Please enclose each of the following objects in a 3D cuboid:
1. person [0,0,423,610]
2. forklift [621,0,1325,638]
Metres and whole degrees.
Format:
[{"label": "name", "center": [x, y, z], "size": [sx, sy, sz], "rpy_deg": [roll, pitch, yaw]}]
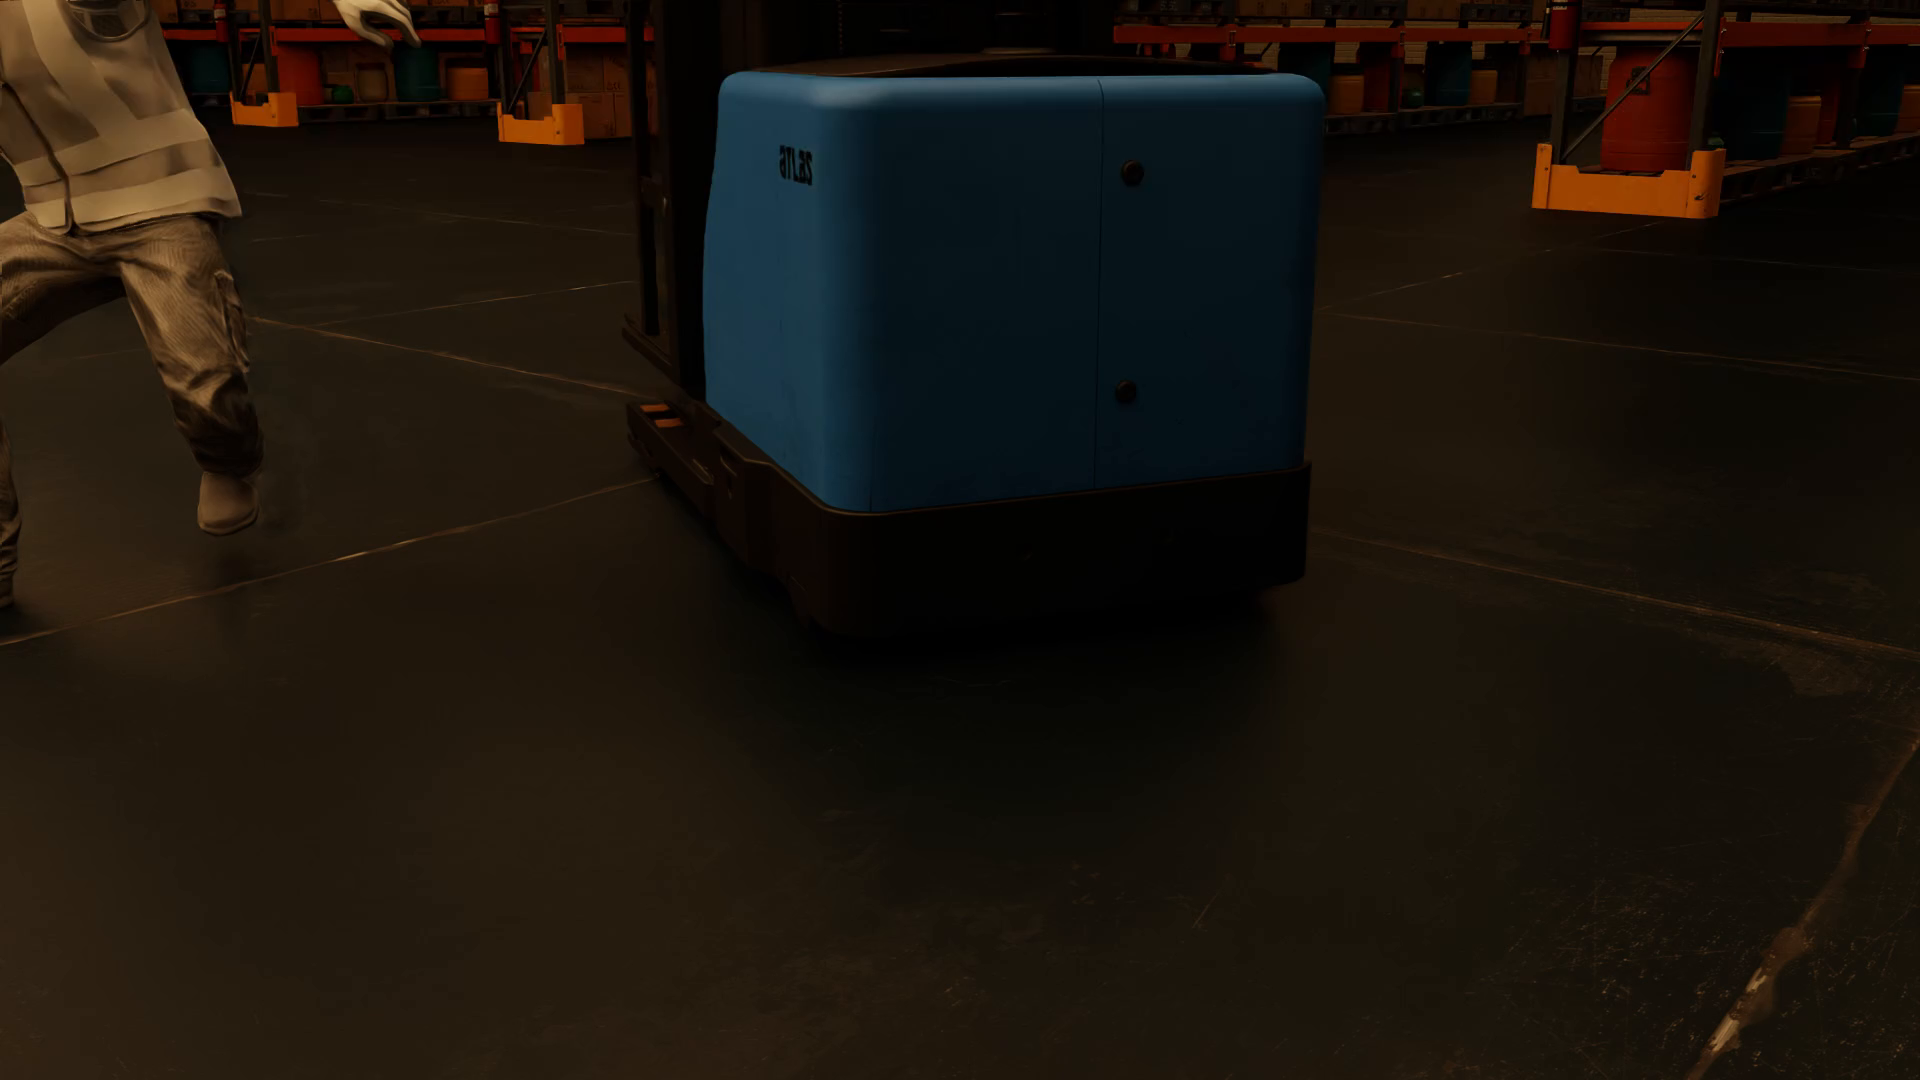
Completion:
[{"label": "person", "center": [-1.726, -0.629, 3.391], "size": [1.241, 1.542, 0.714], "rpy_deg": [5, 18, 17]}, {"label": "forklift", "center": [-0.292, -1.606, 4.187], "size": [1.130, 2.935, 3.031], "rpy_deg": [-7, 18, -20]}]
